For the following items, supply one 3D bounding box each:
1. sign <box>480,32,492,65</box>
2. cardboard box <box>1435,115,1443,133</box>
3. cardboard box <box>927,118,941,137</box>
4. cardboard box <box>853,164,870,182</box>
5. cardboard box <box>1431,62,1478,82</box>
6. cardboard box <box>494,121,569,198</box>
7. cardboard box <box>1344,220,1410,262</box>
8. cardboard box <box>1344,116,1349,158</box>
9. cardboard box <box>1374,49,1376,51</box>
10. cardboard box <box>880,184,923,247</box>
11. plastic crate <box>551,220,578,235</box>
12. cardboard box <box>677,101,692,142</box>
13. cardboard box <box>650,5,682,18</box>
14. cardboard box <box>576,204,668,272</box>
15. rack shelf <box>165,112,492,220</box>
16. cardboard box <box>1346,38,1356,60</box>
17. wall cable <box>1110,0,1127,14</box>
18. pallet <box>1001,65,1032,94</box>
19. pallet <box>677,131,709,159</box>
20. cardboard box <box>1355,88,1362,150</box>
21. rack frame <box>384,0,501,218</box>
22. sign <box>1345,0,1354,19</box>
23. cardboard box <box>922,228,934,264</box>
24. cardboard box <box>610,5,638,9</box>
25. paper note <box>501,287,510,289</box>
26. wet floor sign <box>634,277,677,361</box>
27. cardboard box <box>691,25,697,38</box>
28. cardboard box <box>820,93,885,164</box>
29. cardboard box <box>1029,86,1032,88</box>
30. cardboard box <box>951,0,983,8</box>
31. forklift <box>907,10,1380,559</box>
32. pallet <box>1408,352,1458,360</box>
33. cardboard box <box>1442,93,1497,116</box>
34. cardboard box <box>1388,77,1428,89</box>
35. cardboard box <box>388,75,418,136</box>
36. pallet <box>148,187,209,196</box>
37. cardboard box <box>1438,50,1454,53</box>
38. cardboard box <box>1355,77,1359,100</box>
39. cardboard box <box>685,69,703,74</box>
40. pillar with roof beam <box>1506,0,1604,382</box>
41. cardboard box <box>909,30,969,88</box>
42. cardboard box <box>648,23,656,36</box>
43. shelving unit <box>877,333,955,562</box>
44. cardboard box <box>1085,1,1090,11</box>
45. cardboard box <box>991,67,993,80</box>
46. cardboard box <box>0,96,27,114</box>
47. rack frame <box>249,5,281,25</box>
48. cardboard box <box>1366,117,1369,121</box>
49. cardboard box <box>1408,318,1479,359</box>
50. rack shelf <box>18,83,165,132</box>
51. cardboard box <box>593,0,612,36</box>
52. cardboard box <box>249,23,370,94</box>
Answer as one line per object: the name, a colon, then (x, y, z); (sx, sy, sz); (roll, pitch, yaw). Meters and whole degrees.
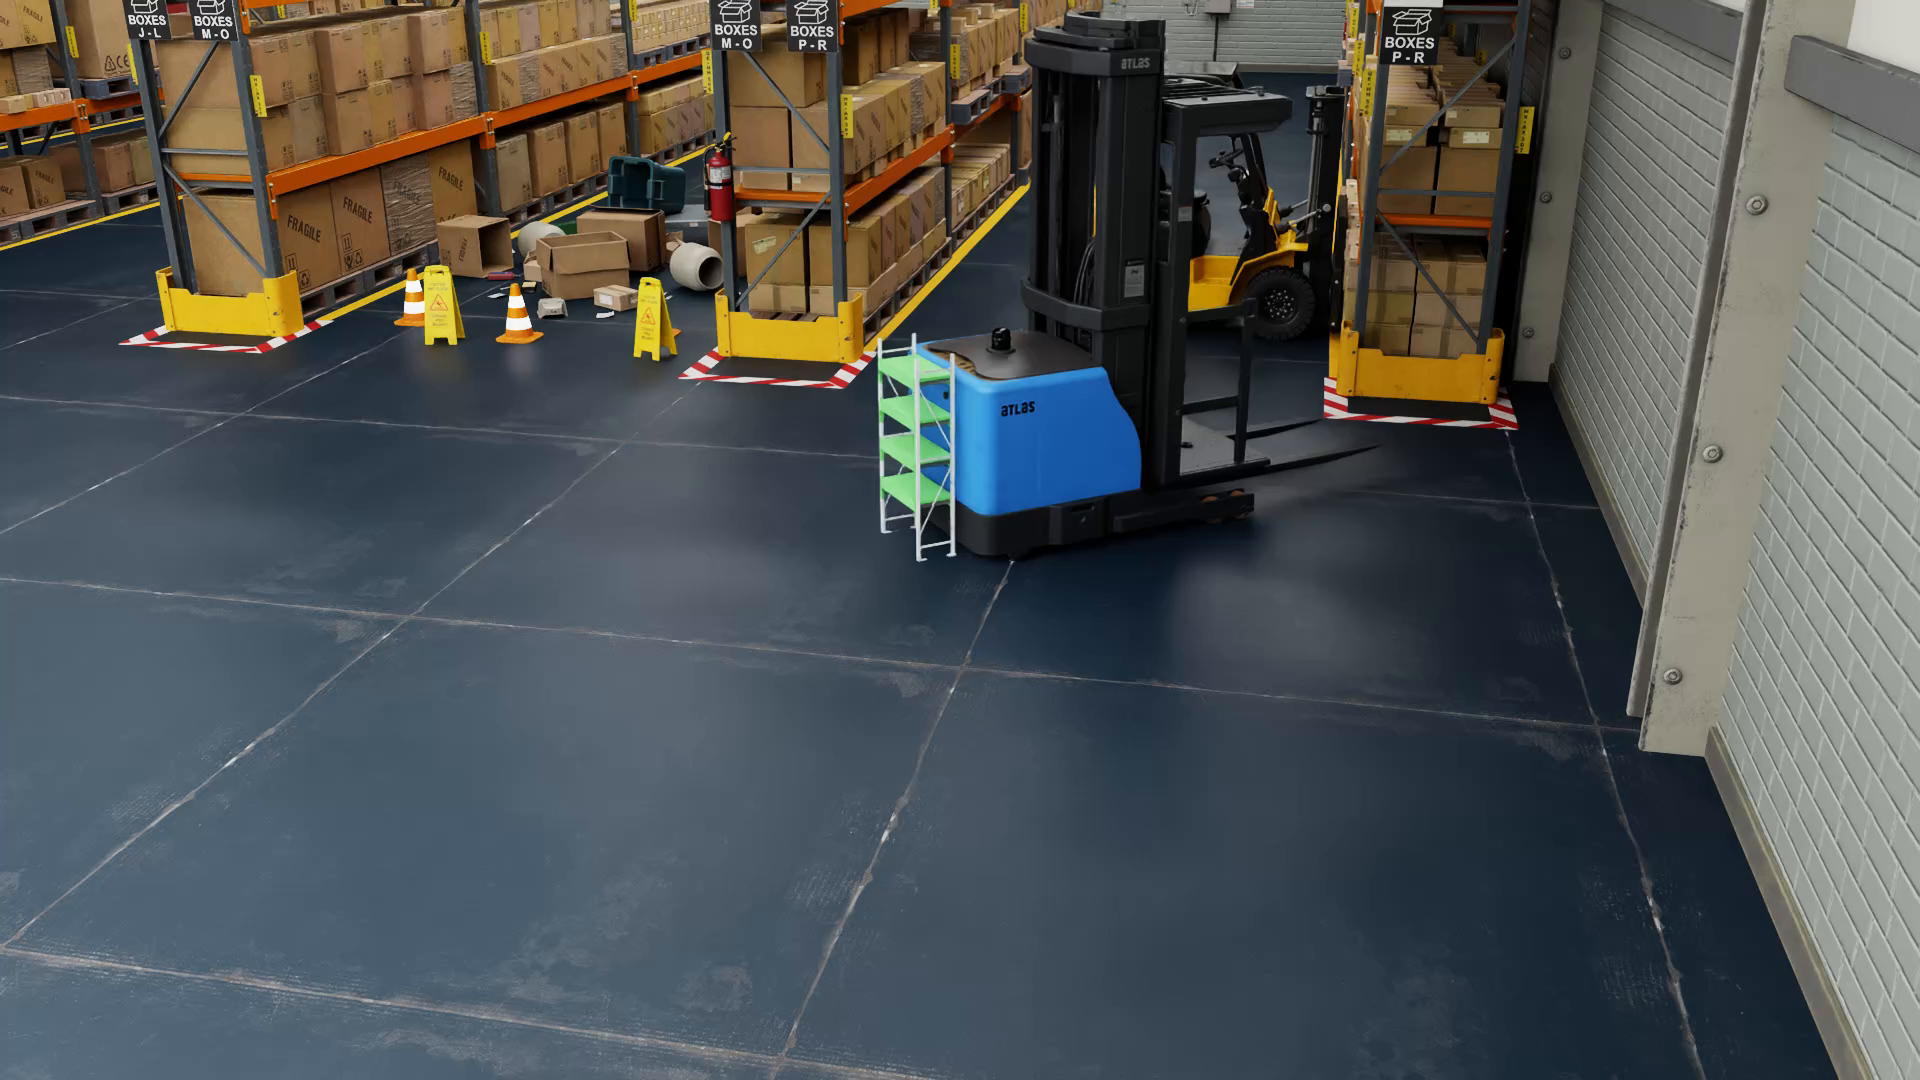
sign: (-4.909, -5.089, 17.209); (0.100, 0.325, 0.005); (4, 22, 11)
cardboard box: (3.828, -3.151, 12.660); (0.380, 0.149, 0.250); (4, 22, 10)
cardboard box: (-0.397, -4.003, 16.113); (0.380, 0.149, 0.250); (5, 22, 12)
cardboard box: (-0.959, -3.065, 13.785); (0.380, 0.149, 0.250); (4, 22, 9)
cardboard box: (4.372, -4.134, 14.702); (0.380, 0.149, 0.250); (4, 22, 10)
cardboard box: (-5.213, -4.430, 19.287); (1.050, 0.750, 0.750); (4, 22, 11)
cardboard box: (3.438, -2.460, 13.726); (0.500, 0.250, 0.500); (5, 22, 12)
cardboard box: (5.271, -5.209, 21.557); (0.500, 0.500, 0.500); (4, 22, 9)
cardboard box: (4.337, -5.036, 17.341); (0.380, 0.149, 0.250); (4, 22, 9)
cardboard box: (-0.649, -3.009, 15.425); (0.500, 0.500, 0.500); (6, 23, 14)
plastic crate: (-4.205, -3.251, 17.598); (0.450, 0.188, 0.662); (7, 21, 42)
cardboard box: (-4.043, -5.802, 23.028); (0.500, 0.500, 0.500); (4, 22, 10)
cardboard box: (-4.031, -7.235, 22.781); (0.380, 0.149, 0.250); (4, 22, 10)
cardboard box: (-3.339, -2.972, 16.378); (0.797, 0.637, 0.503); (4, 22, 11)
rack shelf: (-5.860, -3.627, 15.807); (1.077, 0.370, 4.000); (4, 22, 11)
cardboard box: (4.989, -5.973, 20.309); (0.500, 0.250, 0.500); (3, 22, 8)
wall cable: (2.991, -11.290, 32.470); (0.585, 1.953, 0.123); (4, 22, 11)
pallet: (0.189, -5.457, 19.645); (1.213, 0.211, 1.003); (4, 22, 11)
pallet: (-4.224, -5.592, 23.456); (1.003, 0.211, 1.213); (4, 22, 11)
cardboard box: (3.928, -3.879, 15.336); (0.500, 0.500, 0.500); (4, 22, 9)
rack frame: (-5.452, -4.692, 17.489); (1.000, 3.000, 0.127); (4, 22, 11)
sign: (5.374, -7.341, 22.906); (0.100, 0.325, 0.005); (4, 22, 11)
cardboard box: (-0.542, -2.839, 16.006); (0.500, 0.250, 0.500); (4, 22, 9)
cardboard box: (-4.665, -7.291, 22.921); (0.380, 0.149, 0.250); (5, 23, 13)
paper note: (-4.307, -2.392, 15.780); (0.032, 0.001, 0.123); (18, 28, 38)
wet floor sign: (-2.488, -1.809, 13.481); (0.267, 0.644, 0.232); (13, 25, 29)
cardboard box: (-3.915, -7.156, 23.381); (0.380, 0.149, 0.250); (3, 22, 9)
cardboard box: (-0.931, -3.415, 13.786); (0.500, 0.500, 0.500); (5, 23, 13)
cardboard box: (0.639, -5.596, 22.015); (0.875, 0.875, 0.875); (5, 22, 12)
cardboard box: (0.080, -6.534, 20.590); (0.500, 0.500, 0.500); (4, 22, 9)
forklift: (1.229, -1.621, 9.955); (3.031, 2.935, 1.130); (-11, 24, -25)
pallet: (3.573, -1.501, 13.299); (1.003, 0.211, 1.213); (4, 22, 11)
cardboard box: (3.862, -3.294, 12.618); (0.380, 0.149, 0.250); (5, 22, 12)
cardboard box: (3.632, -3.706, 13.639); (0.380, 0.149, 0.250); (5, 22, 12)
cardboard box: (-5.831, -4.235, 16.152); (0.875, 0.550, 0.550); (4, 22, 11)
pallet: (-9.883, -4.546, 20.859); (1.003, 0.211, 1.213); (4, 22, 11)
cardboard box: (4.913, -4.988, 17.222); (0.380, 0.149, 0.250); (5, 22, 11)
cardboard box: (4.222, -4.525, 16.605); (0.500, 0.250, 0.500); (4, 22, 10)
cardboard box: (-3.724, -6.709, 24.278); (0.500, 0.250, 0.500); (4, 22, 9)
pillar with roof beam: (0.268, -5.809, 12.231); (9.100, 9.000, 0.400); (4, 22, 11)
cardboard box: (-0.209, -4.881, 16.863); (0.500, 0.500, 0.500); (5, 22, 12)
cardboard box: (-4.236, -6.730, 21.925); (0.380, 0.149, 0.250); (4, 22, 9)
shelving unit: (-0.250, -0.535, 9.575); (0.258, 1.200, 0.503); (-11, 24, -25)
cardboard box: (1.718, -8.029, 25.641); (0.500, 0.500, 0.500); (5, 22, 13)
cardboard box: (0.155, -5.182, 18.480); (0.380, 0.149, 0.250); (4, 22, 9)
cardboard box: (-10.155, -4.612, 17.627); (0.380, 0.149, 0.250); (4, 22, 11)
rack frame: (-9.471, -6.570, 22.152); (1.000, 3.000, 0.127); (4, 22, 11)
cardboard box: (3.492, -3.478, 13.473); (0.380, 0.149, 0.250); (5, 22, 11)
cardboard box: (3.750, -1.596, 12.920); (0.500, 0.250, 0.500); (5, 22, 11)
rack shelf: (-9.879, -5.505, 20.470); (1.077, 0.370, 4.000); (4, 22, 11)
cardboard box: (-4.737, -6.502, 20.510); (0.700, 0.500, 0.500); (4, 22, 11)
cardboard box: (-5.886, -4.335, 14.956); (0.875, 0.550, 0.550); (4, 22, 11)
